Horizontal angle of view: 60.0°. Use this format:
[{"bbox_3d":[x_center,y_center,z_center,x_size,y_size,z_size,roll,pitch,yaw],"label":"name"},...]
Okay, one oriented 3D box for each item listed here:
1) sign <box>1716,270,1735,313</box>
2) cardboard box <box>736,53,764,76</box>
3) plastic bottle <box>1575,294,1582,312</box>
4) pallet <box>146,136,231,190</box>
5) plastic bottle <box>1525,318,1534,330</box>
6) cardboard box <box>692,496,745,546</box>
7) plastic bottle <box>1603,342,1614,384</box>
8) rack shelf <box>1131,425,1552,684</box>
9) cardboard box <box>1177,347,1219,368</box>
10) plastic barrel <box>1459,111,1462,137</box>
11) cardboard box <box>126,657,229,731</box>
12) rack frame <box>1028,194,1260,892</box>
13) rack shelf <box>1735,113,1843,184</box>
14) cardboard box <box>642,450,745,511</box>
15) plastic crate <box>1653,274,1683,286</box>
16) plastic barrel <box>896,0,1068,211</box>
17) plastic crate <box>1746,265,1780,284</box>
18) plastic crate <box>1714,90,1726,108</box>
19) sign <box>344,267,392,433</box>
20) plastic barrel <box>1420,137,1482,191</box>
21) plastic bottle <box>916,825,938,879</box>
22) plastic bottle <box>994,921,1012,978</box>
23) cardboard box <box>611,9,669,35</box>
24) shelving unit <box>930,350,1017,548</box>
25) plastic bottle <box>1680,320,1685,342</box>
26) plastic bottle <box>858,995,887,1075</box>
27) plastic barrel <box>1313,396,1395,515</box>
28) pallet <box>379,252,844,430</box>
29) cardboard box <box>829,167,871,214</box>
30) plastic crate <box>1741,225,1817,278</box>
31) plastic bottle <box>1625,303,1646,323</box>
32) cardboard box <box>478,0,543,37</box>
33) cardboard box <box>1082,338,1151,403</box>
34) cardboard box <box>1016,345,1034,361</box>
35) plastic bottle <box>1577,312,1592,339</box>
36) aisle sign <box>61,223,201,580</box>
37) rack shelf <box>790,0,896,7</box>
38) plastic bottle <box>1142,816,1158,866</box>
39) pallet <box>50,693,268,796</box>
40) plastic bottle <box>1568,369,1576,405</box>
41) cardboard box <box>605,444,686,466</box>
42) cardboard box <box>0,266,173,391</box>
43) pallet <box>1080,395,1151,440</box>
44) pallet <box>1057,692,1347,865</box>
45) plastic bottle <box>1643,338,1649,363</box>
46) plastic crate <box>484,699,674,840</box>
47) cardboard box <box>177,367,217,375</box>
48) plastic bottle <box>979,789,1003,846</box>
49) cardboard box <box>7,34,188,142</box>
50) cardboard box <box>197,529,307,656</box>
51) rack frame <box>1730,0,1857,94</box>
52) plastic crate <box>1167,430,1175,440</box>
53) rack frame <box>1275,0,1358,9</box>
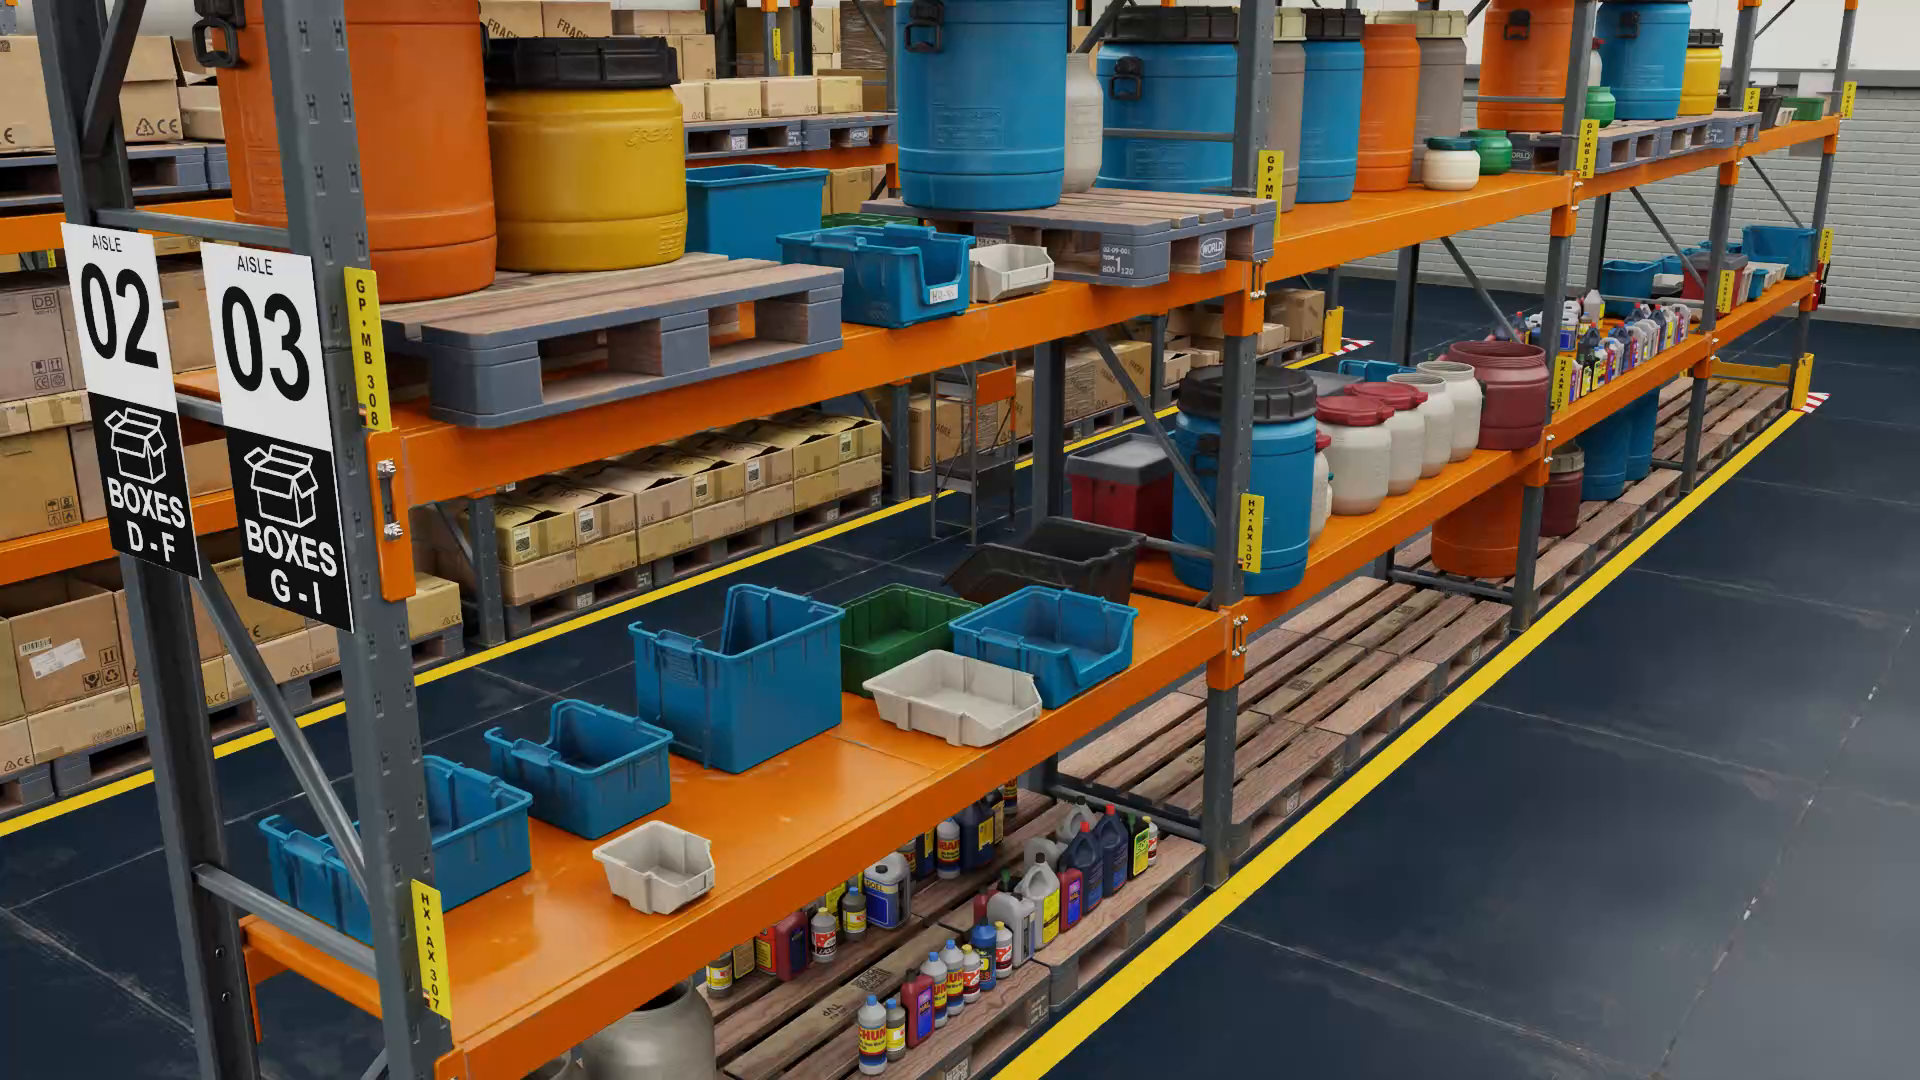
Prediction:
[{"bbox_3d":[5.962,-1.935,12.951,0.100,0.325,0.005,12,21,35],"label":"sign"},{"bbox_3d":[-2.215,-5.465,19.103,0.500,0.250,0.500,13,21,35],"label":"cardboard box"},{"bbox_3d":[4.881,-1.801,13.183,0.061,0.283,0.133,12,21,35],"label":"plastic bottle"},{"bbox_3d":[-3.708,-2.054,8.892,1.003,0.211,1.213,12,21,35],"label":"pallet"},{"bbox_3d":[4.159,-1.498,12.226,0.097,0.271,0.097,0,17,0],"label":"plastic bottle"},{"bbox_3d":[-1.866,-0.178,11.686,0.500,0.250,0.500,13,21,36],"label":"cardboard box"},{"bbox_3d":[4.381,-1.205,11.264,0.061,0.283,0.133,12,21,35],"label":"plastic bottle"},{"bbox_3d":[1.947,-0.128,8.811,1.077,0.370,4.000,12,21,35],"label":"rack shelf"},{"bbox_3d":[2.477,-1.903,17.351,0.380,0.166,0.250,12,21,35],"label":"cardboard box"},{"bbox_3d":[2.707,-2.414,9.713,0.421,0.512,0.421,0,17,0],"label":"plastic barrel"},{"bbox_3d":[-4.211,0.748,8.704,0.500,0.250,0.500,12,21,35],"label":"cardboard box"},{"bbox_3d":[0.755,0.005,7.171,1.000,3.000,0.127,12,21,35],"label":"rack frame"},{"bbox_3d":[6.713,-3.466,14.502,1.077,0.370,4.000,12,21,35],"label":"rack shelf"},{"bbox_3d":[-1.860,-0.448,11.610,0.500,0.311,0.500,13,22,36],"label":"cardboard box"},{"bbox_3d":[6.318,-2.271,14.843,0.293,0.136,0.466,12,21,35],"label":"plastic crate"},{"bbox_3d":[0.076,-1.650,5.887,0.600,0.901,0.708,12,21,35],"label":"plastic barrel"},{"bbox_3d":[7.380,-2.463,15.462,0.396,0.136,0.243,12,21,35],"label":"plastic crate"},{"bbox_3d":[6.337,-3.756,14.423,0.437,0.282,0.530,12,21,35],"label":"plastic crate"},{"bbox_3d":[-1.189,-0.381,3.340,0.100,0.325,0.005,12,21,35],"label":"sign"},{"bbox_3d":[2.568,-1.970,8.706,0.301,0.262,0.301,0,17,0],"label":"plastic barrel"},{"bbox_3d":[-0.172,1.224,6.971,0.144,0.351,0.185,11,21,32],"label":"plastic bottle"},{"bbox_3d":[0.148,1.529,6.239,0.097,0.201,0.097,0,17,0],"label":"plastic bottle"},{"bbox_3d":[-3.381,-5.379,17.276,0.500,0.250,0.500,12,21,33],"label":"cardboard box"},{"bbox_3d":[0.099,-1.042,12.059,0.431,2.100,0.503,12,21,35],"label":"shelving unit"},{"bbox_3d":[5.499,-1.622,12.745,0.097,0.201,0.097,0,17,0],"label":"plastic bottle"},{"bbox_3d":[-0.298,1.674,5.656,0.097,0.271,0.097,0,17,0],"label":"plastic bottle"},{"bbox_3d":[1.938,-0.424,8.322,0.433,0.535,0.433,0,17,0],"label":"plastic barrel"},{"bbox_3d":[-1.057,-0.565,4.265,1.003,0.211,1.213,12,21,35],"label":"pallet"},{"bbox_3d":[-1.659,-4.094,19.863,0.980,0.700,0.700,12,21,33],"label":"cardboard box"},{"bbox_3d":[7.855,-2.786,15.997,0.616,0.435,0.499,12,21,35],"label":"plastic crate"},{"bbox_3d":[5.011,-1.582,12.363,0.144,0.351,0.185,12,21,35],"label":"plastic bottle"},{"bbox_3d":[-2.822,-2.931,9.847,0.500,0.500,0.500,13,21,35],"label":"cardboard box"},{"bbox_3d":[1.482,-1.625,15.892,0.500,0.500,0.500,12,21,34],"label":"cardboard box"},{"bbox_3d":[0.466,-1.841,15.323,0.500,0.250,0.500,12,21,35],"label":"cardboard box"},{"bbox_3d":[4.833,-1.658,12.861,0.097,0.201,0.097,0,17,0],"label":"plastic bottle"},{"bbox_3d":[-1.910,-0.319,3.831,0.394,0.787,0.004,12,21,35],"label":"aisle sign"},{"bbox_3d":[-2.029,-3.678,10.802,1.077,0.370,4.000,12,21,35],"label":"rack shelf"},{"bbox_3d":[0.789,1.272,7.065,0.097,0.201,0.097,0,17,0],"label":"plastic bottle"},{"bbox_3d":[-4.455,0.934,8.880,1.003,0.211,1.213,12,21,35],"label":"pallet"},{"bbox_3d":[3.888,-1.008,10.630,0.061,0.283,0.133,12,21,35],"label":"plastic bottle"},{"bbox_3d":[-2.303,-0.536,11.896,0.500,0.311,0.500,12,21,34],"label":"cardboard box"},{"bbox_3d":[-4.377,-1.073,8.286,0.700,0.500,0.500,12,21,35],"label":"cardboard box"},{"bbox_3d":[1.091,-1.245,15.896,1.003,0.211,1.213,12,21,35],"label":"pallet"},{"bbox_3d":[1.192,1.143,8.209,1.003,0.211,1.213,12,21,35],"label":"pallet"},{"bbox_3d":[4.901,-1.383,11.975,0.097,0.201,0.097,0,17,0],"label":"plastic bottle"},{"bbox_3d":[-1.179,0.703,5.174,0.499,0.251,0.408,12,21,35],"label":"plastic crate"},{"bbox_3d":[-3.969,-0.824,8.578,0.380,0.149,0.250,13,22,36],"label":"cardboard box"},{"bbox_3d":[0.128,1.191,7.190,0.061,0.283,0.133,12,21,35],"label":"plastic bottle"},{"bbox_3d":[-4.303,-2.251,8.258,0.797,0.503,0.637,15,23,41],"label":"cardboard box"},{"bbox_3d":[-3.924,0.269,8.984,0.500,0.500,0.500,12,21,35],"label":"cardboard box"},{"bbox_3d":[7.905,-5.718,15.485,1.000,3.000,0.127,12,21,35],"label":"rack frame"},{"bbox_3d":[1.162,-0.305,8.196,0.392,0.384,0.575,12,21,35],"label":"plastic crate"},{"bbox_3d":[3.929,-6.595,18.306,1.000,3.000,0.127,12,21,35],"label":"rack frame"}]
